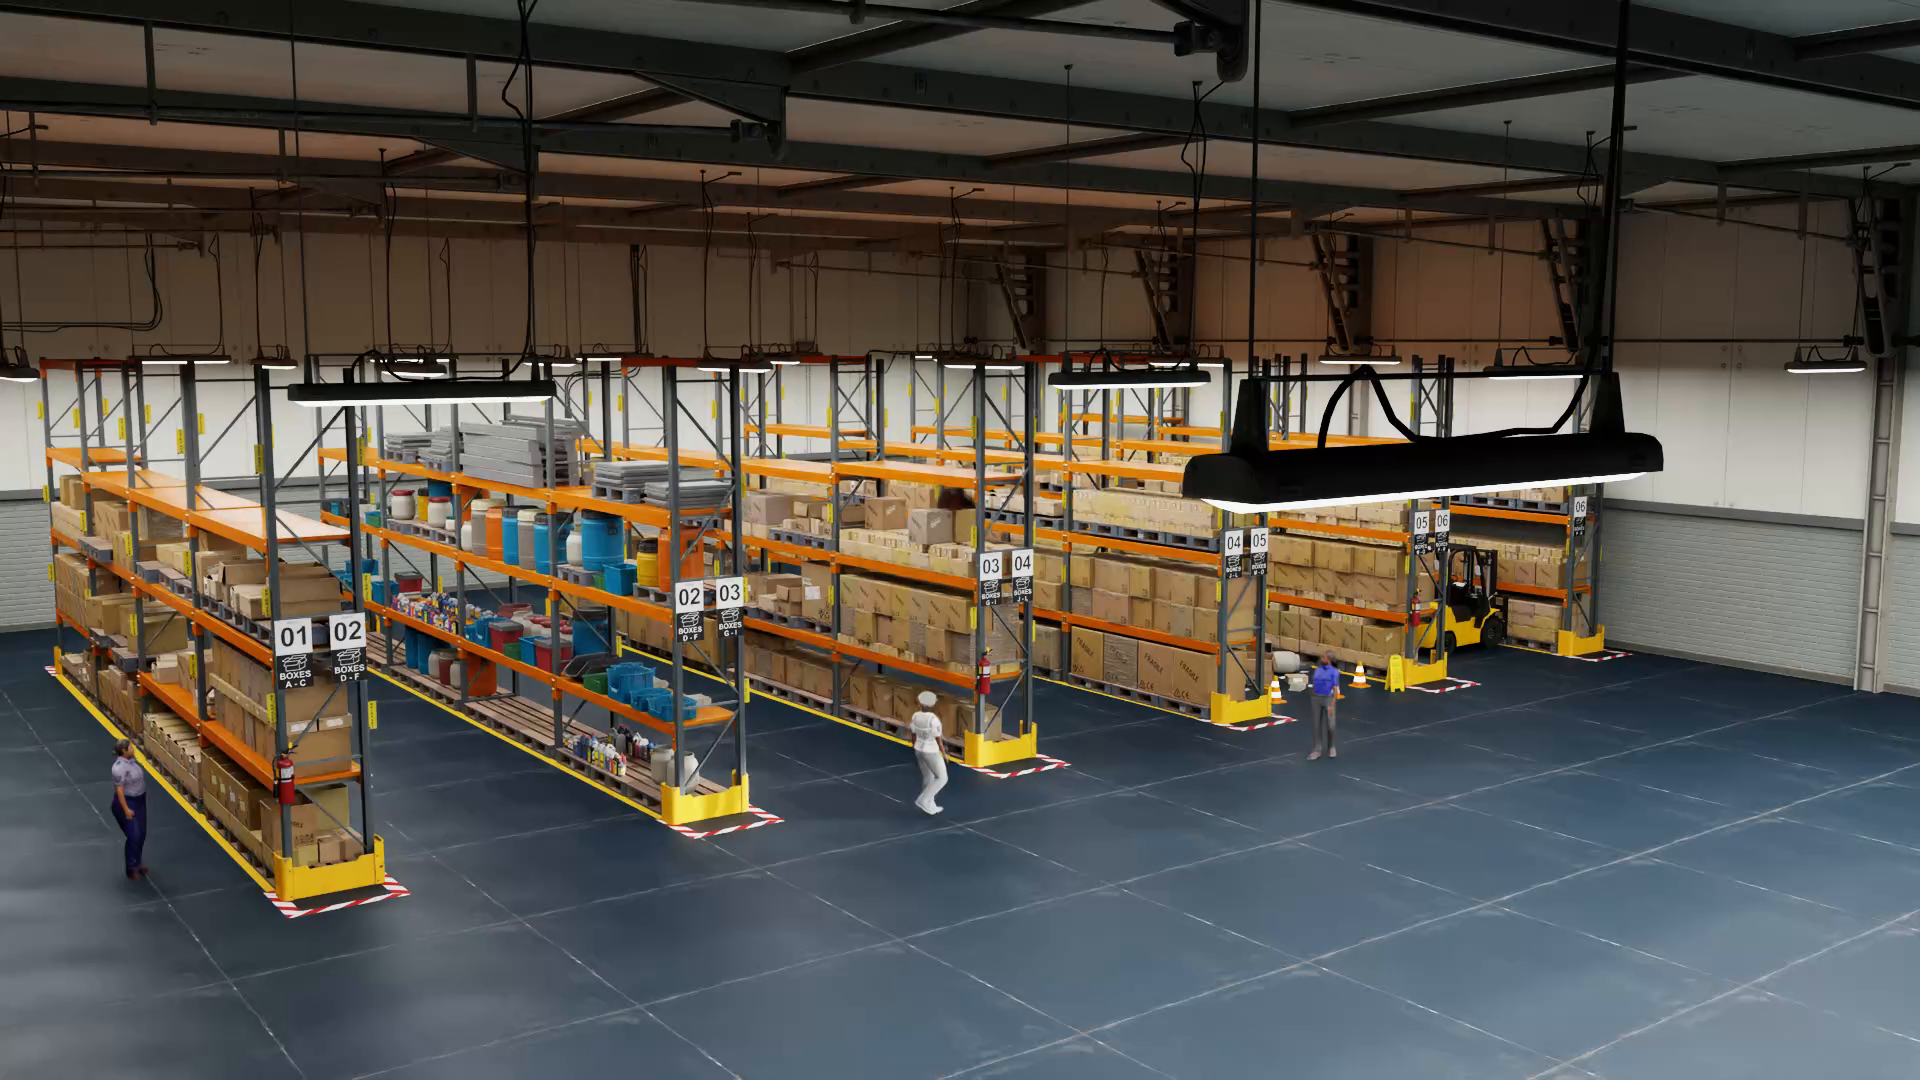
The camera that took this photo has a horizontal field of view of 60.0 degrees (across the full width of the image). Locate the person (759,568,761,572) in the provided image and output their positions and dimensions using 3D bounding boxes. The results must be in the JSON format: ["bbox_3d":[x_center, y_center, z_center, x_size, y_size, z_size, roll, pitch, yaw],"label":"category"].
[{"bbox_3d":[-3.936,1.387,33.953,0.619,1.725,1.128,-5,8,-35],"label":"person"}]

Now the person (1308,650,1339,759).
[{"bbox_3d":[5.502,2.497,25.222,0.465,1.647,0.445,3,8,25],"label":"person"}]

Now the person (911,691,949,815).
[{"bbox_3d":[-0.417,2.842,22.205,0.510,1.688,0.489,-5,8,-33],"label":"person"}]

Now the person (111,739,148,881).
[{"bbox_3d":[-9.803,3.191,19.741,0.460,1.696,0.525,1,7,6],"label":"person"}]
